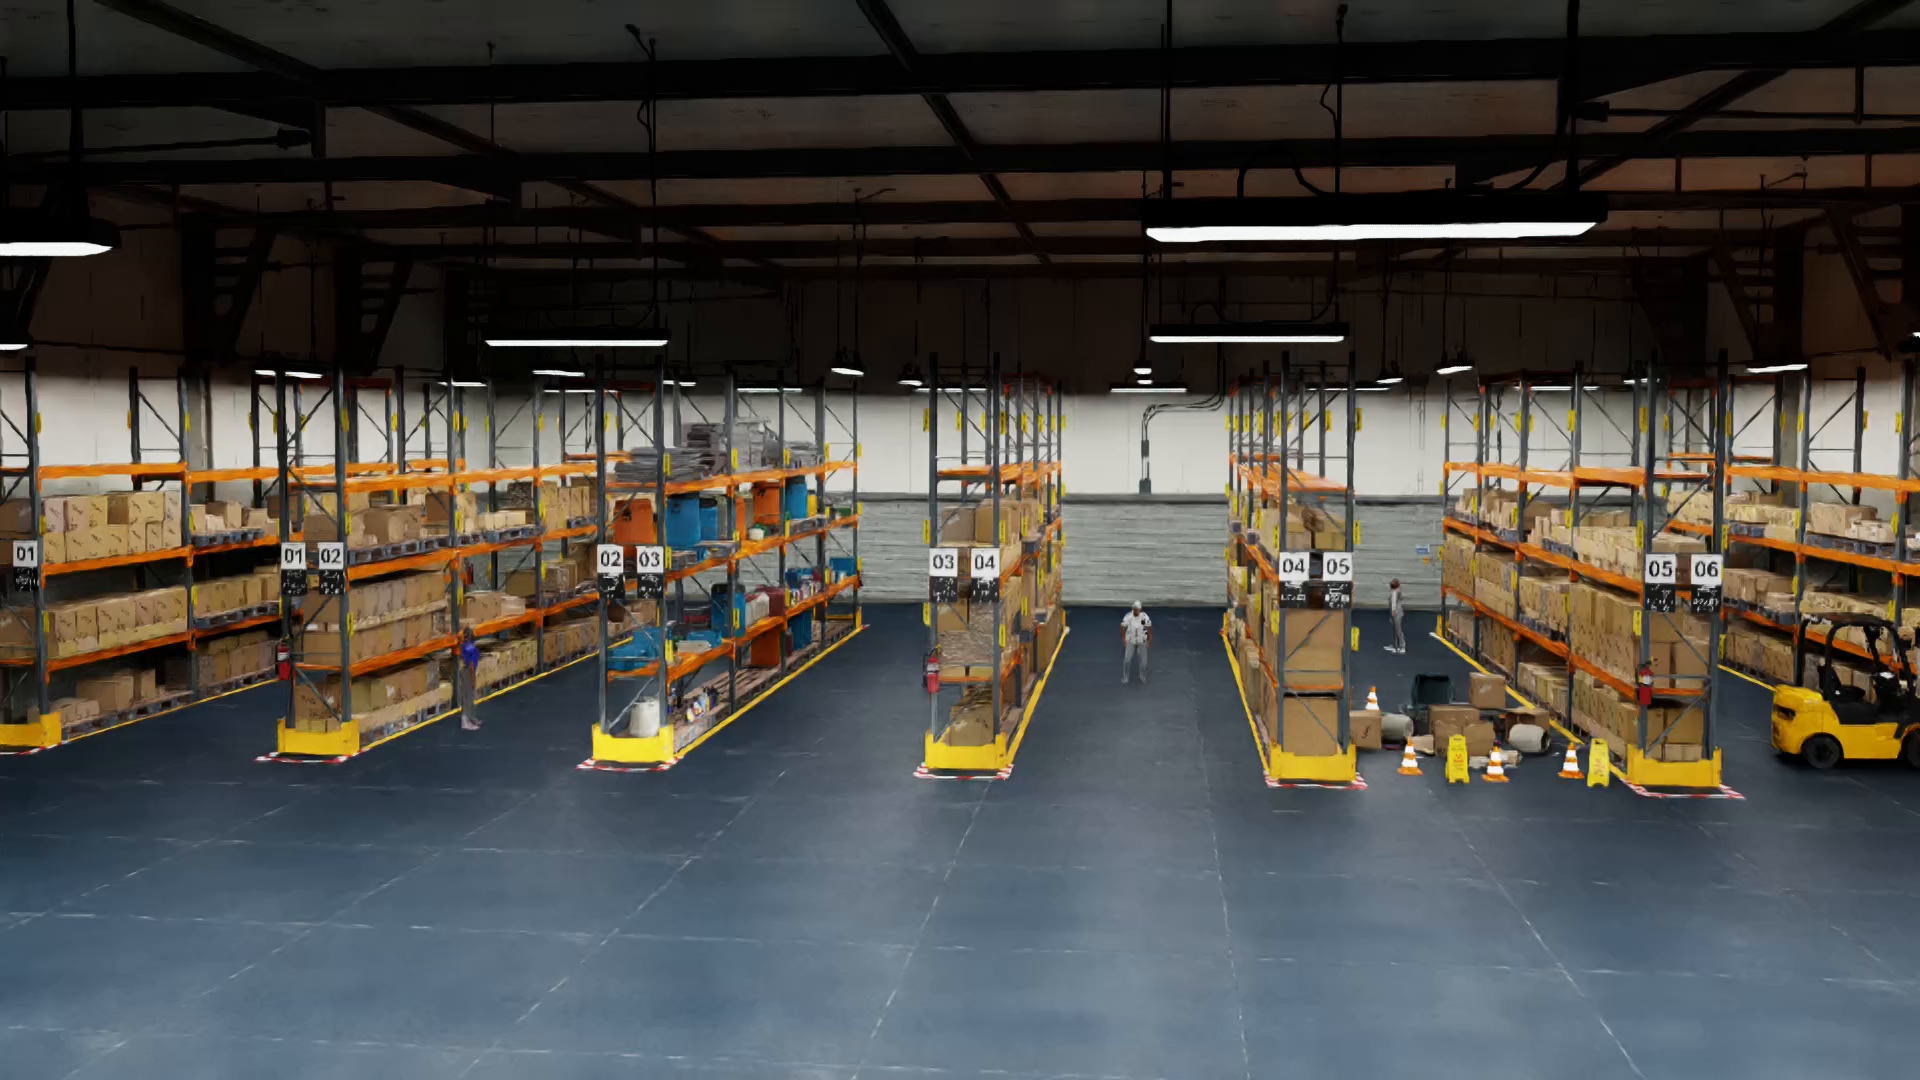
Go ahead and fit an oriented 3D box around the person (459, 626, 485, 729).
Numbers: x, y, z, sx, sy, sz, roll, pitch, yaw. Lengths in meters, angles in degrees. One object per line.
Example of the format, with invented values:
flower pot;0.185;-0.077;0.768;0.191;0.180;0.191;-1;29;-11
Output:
person;-8.013;2.240;27.263;0.415;1.646;0.499;-2;4;-25

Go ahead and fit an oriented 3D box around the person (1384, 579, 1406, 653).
person;9.464;1.635;36.173;0.512;1.594;0.515;2;4;24

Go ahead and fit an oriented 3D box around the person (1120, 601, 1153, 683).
person;3.364;1.954;31.857;0.608;1.611;0.582;0;4;5
